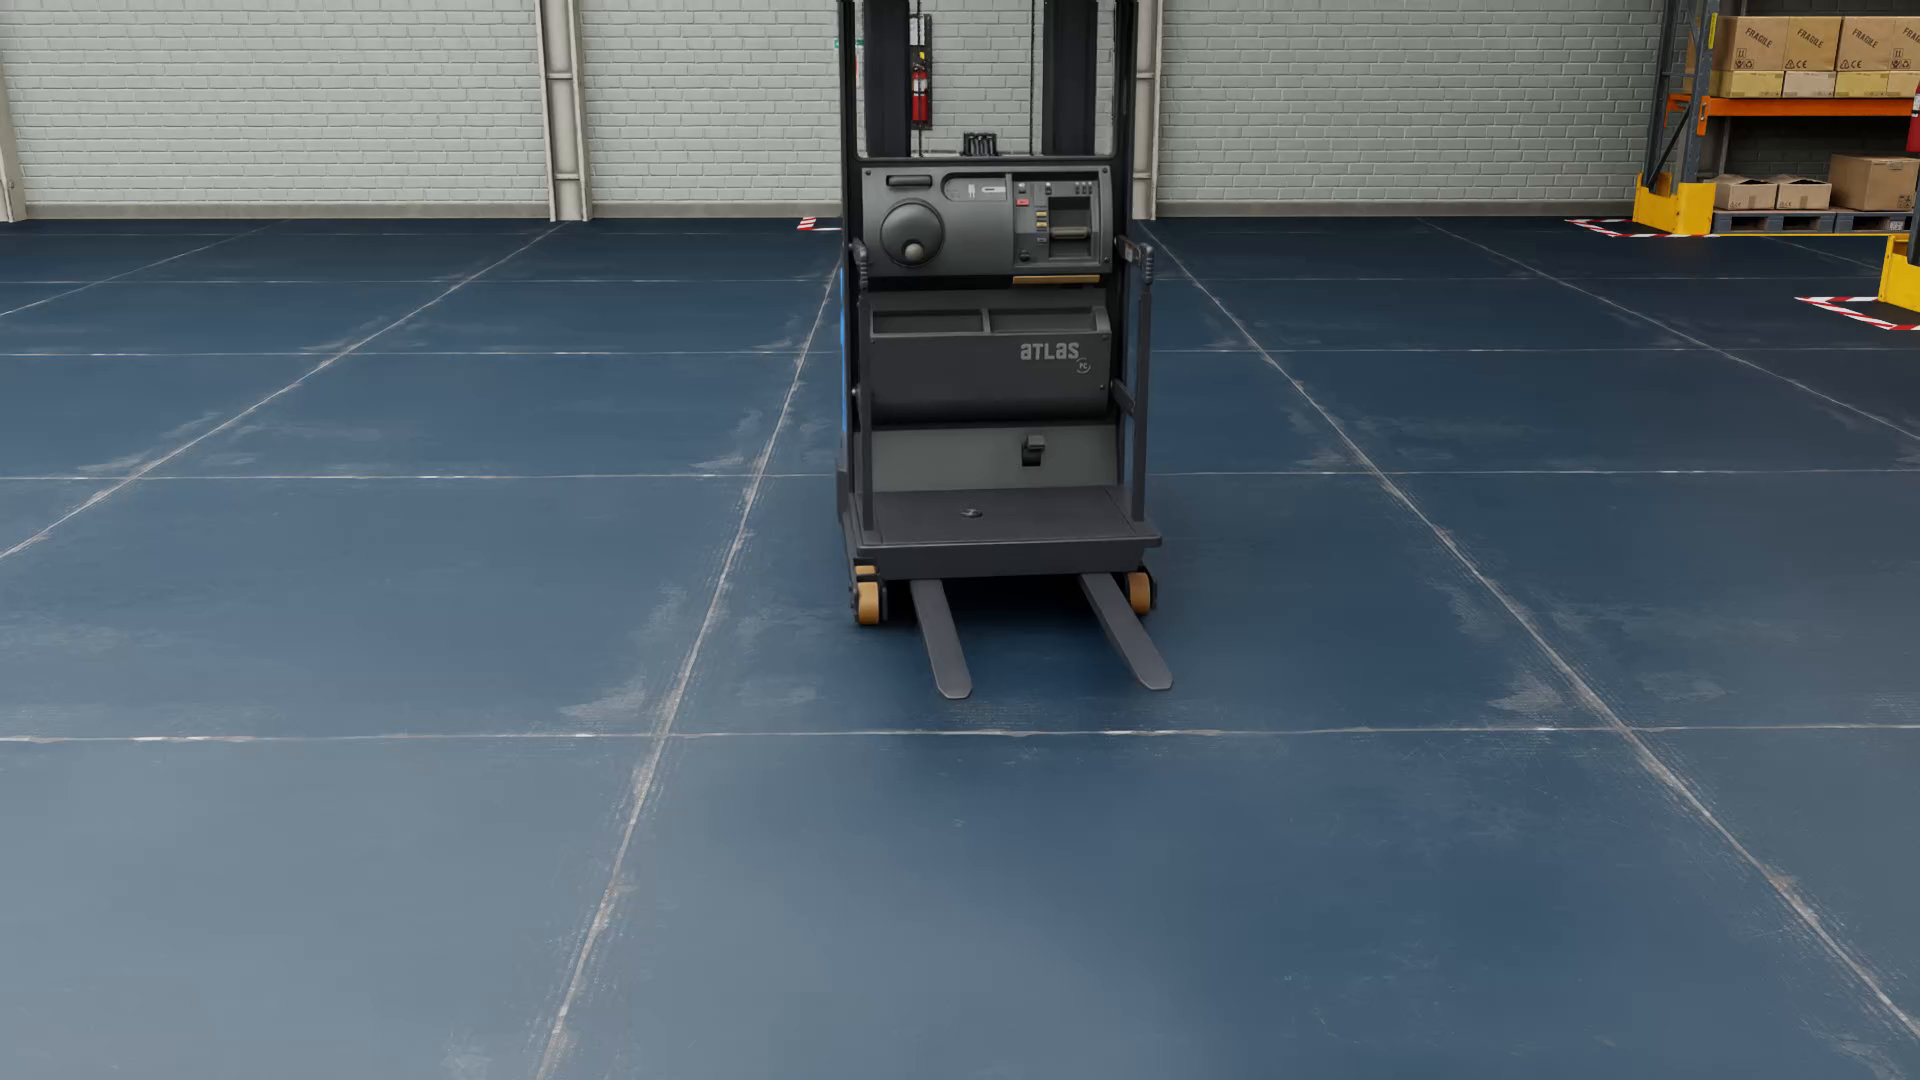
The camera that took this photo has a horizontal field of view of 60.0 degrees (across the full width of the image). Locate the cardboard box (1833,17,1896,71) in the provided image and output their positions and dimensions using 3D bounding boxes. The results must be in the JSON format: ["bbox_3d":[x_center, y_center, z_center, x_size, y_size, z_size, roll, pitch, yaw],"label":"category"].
[{"bbox_3d":[8.682,-4.832,16.184,0.500,0.500,0.500,-1,18,-3],"label":"cardboard box"}]

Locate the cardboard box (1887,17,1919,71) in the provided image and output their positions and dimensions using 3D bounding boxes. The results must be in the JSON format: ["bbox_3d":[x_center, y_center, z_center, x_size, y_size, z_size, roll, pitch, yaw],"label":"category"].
[{"bbox_3d":[9.198,-4.838,16.203,0.500,0.500,0.500,0,18,1],"label":"cardboard box"}]

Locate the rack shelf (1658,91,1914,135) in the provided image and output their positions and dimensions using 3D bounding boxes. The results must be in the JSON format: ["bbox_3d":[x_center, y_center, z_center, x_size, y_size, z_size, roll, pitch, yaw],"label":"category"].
[{"bbox_3d":[9.189,-4.293,16.698,4.000,0.370,1.077,0,18,-1],"label":"rack shelf"}]

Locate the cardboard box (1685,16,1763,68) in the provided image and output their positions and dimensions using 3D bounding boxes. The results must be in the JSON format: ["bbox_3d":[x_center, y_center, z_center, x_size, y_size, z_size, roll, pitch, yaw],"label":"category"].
[{"bbox_3d":[7.657,-4.988,16.672,0.500,0.500,0.500,0,18,-1],"label":"cardboard box"}]

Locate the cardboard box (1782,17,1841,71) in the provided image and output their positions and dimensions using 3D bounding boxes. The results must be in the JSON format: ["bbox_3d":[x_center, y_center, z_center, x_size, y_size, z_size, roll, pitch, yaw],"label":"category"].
[{"bbox_3d":[8.165,-4.831,16.182,0.500,0.500,0.500,0,18,-1],"label":"cardboard box"}]

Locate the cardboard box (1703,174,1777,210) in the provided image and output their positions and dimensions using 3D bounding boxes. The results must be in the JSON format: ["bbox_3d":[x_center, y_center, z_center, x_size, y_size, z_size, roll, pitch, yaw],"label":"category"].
[{"bbox_3d":[7.882,-3.531,16.826,0.500,0.311,0.500,-2,18,-7],"label":"cardboard box"}]

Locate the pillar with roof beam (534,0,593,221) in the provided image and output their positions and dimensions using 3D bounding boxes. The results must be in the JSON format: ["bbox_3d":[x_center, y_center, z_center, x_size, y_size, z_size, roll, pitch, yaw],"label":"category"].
[{"bbox_3d":[-4.055,-6.377,12.196,0.400,9.000,9.100,0,18,-1],"label":"pillar with roof beam"}]

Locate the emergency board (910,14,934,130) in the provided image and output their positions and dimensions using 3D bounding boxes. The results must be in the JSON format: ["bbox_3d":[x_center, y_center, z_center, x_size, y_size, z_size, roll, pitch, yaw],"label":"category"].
[{"bbox_3d":[-0.596,-4.864,17.301,0.643,1.169,0.194,0,18,-1],"label":"emergency board"}]

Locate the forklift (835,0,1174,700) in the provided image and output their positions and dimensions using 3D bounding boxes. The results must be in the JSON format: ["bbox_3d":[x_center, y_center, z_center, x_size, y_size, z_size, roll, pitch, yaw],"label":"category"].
[{"bbox_3d":[0.129,-1.190,5.960,1.130,2.935,3.031,-2,18,-6],"label":"forklift"}]

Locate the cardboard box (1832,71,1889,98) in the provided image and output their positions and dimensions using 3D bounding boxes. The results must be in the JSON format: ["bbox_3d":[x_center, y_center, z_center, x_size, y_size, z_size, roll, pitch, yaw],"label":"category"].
[{"bbox_3d":[8.710,-4.477,16.306,0.500,0.250,0.500,-1,18,-2],"label":"cardboard box"}]

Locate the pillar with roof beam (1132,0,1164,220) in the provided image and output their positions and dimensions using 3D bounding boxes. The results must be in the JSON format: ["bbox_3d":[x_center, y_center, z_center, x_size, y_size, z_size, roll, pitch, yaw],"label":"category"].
[{"bbox_3d":[1.944,-6.406,12.286,0.400,9.000,9.100,0,18,-1],"label":"pillar with roof beam"}]

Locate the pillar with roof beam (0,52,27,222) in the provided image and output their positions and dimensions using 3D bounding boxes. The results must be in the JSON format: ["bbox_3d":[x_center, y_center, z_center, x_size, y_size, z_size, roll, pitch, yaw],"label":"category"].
[{"bbox_3d":[-10.055,-6.349,12.106,0.400,9.000,9.100,0,18,-1],"label":"pillar with roof beam"}]

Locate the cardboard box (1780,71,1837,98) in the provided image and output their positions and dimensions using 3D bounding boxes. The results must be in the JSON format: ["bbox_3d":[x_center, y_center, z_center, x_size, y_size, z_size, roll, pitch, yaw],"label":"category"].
[{"bbox_3d":[8.201,-4.476,16.304,0.500,0.250,0.500,-1,18,-3],"label":"cardboard box"}]

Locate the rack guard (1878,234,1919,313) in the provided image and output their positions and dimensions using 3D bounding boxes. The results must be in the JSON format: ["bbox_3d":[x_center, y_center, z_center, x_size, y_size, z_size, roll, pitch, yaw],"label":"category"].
[{"bbox_3d":[7.247,-1.923,12.223,0.348,0.500,1.175,0,18,-1],"label":"rack guard"}]

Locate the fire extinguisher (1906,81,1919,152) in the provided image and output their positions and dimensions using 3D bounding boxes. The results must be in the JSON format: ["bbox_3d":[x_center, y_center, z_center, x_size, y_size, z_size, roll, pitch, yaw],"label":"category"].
[{"bbox_3d":[7.145,-3.218,12.294,0.183,0.674,0.296,0,18,-1],"label":"fire extinguisher"}]

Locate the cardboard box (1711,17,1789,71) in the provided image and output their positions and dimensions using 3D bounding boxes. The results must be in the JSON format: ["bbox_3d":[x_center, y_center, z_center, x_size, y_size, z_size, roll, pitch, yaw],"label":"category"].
[{"bbox_3d":[7.671,-4.832,16.184,0.500,0.500,0.500,0,18,-1],"label":"cardboard box"}]

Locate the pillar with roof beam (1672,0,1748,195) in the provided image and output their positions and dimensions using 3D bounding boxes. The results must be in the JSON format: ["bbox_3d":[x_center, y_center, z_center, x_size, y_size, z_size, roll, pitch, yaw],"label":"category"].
[{"bbox_3d":[7.943,-6.435,12.377,0.400,9.000,9.100,0,18,-1],"label":"pillar with roof beam"}]

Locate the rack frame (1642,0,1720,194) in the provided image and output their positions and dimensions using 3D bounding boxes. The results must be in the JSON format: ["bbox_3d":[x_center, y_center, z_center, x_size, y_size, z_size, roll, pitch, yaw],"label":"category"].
[{"bbox_3d":[7.189,-4.626,16.558,0.127,3.000,1.000,0,18,-1],"label":"rack frame"}]

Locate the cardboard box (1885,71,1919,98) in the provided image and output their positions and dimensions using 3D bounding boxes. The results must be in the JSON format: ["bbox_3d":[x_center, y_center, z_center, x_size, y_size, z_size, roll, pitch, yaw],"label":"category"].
[{"bbox_3d":[9.216,-4.479,16.311,0.500,0.250,0.500,0,18,0],"label":"cardboard box"}]

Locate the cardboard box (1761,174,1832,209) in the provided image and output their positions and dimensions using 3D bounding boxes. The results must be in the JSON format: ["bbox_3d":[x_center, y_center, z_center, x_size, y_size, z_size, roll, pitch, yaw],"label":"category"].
[{"bbox_3d":[8.452,-3.534,16.834,0.500,0.311,0.500,1,18,4],"label":"cardboard box"}]

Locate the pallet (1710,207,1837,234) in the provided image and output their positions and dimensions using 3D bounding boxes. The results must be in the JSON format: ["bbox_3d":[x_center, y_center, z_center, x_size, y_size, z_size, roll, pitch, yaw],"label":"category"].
[{"bbox_3d":[8.078,-3.292,16.963,1.213,0.211,1.003,0,18,-1],"label":"pallet"}]

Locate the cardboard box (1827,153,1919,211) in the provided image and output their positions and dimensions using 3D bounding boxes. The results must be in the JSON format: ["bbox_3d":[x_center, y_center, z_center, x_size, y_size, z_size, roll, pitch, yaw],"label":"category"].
[{"bbox_3d":[9.186,-3.612,16.769,0.500,0.500,0.700,-1,18,-4],"label":"cardboard box"}]

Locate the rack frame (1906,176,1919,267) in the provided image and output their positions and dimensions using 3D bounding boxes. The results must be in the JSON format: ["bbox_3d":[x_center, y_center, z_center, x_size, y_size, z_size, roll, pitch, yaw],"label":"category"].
[{"bbox_3d":[7.271,-3.113,11.841,0.127,3.000,1.000,0,18,-1],"label":"rack frame"}]

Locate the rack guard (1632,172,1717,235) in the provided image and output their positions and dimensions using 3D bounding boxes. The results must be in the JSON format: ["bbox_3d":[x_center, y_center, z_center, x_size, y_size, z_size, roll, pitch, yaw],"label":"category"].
[{"bbox_3d":[7.265,-3.436,16.941,0.348,0.500,1.175,0,18,-1],"label":"rack guard"}]

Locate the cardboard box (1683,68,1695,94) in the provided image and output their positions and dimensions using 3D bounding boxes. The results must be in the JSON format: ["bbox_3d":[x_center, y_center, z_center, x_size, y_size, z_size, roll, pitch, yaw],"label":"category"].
[{"bbox_3d":[7.653,-4.626,16.769,0.500,0.250,0.500,0,18,0],"label":"cardboard box"}]

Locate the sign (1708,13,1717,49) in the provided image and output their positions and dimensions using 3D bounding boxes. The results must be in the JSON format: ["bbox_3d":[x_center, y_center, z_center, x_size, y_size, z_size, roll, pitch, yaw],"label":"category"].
[{"bbox_3d":[7.198,-4.872,15.909,0.005,0.325,0.100,0,18,-1],"label":"sign"}]

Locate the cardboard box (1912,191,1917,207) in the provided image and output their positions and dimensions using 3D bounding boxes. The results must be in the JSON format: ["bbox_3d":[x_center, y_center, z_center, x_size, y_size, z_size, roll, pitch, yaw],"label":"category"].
[{"bbox_3d":[9.589,-3.496,16.981,0.250,0.149,0.380,-2,18,-5],"label":"cardboard box"}]

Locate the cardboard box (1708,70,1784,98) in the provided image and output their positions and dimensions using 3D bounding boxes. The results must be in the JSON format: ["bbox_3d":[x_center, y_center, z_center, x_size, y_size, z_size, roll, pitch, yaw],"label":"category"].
[{"bbox_3d":[7.682,-4.469,16.283,0.500,0.250,0.500,-1,18,-2],"label":"cardboard box"}]

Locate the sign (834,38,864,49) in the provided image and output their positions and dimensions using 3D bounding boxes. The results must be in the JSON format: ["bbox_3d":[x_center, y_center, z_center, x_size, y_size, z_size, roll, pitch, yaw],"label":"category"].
[{"bbox_3d":[-1.145,-5.160,17.296,0.331,0.109,0.001,0,18,-1],"label":"sign"}]

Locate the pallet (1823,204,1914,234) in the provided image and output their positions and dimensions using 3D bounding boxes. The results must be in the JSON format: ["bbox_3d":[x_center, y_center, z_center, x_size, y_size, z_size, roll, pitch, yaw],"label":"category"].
[{"bbox_3d":[9.294,-3.297,16.979,1.213,0.211,1.003,0,18,-1],"label":"pallet"}]

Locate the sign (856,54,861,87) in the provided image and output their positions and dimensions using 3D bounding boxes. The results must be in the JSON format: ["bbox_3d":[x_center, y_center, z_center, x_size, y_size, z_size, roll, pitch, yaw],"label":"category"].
[{"bbox_3d":[-1.150,-4.910,17.385,0.234,0.329,0.001,0,18,-1],"label":"sign"}]
